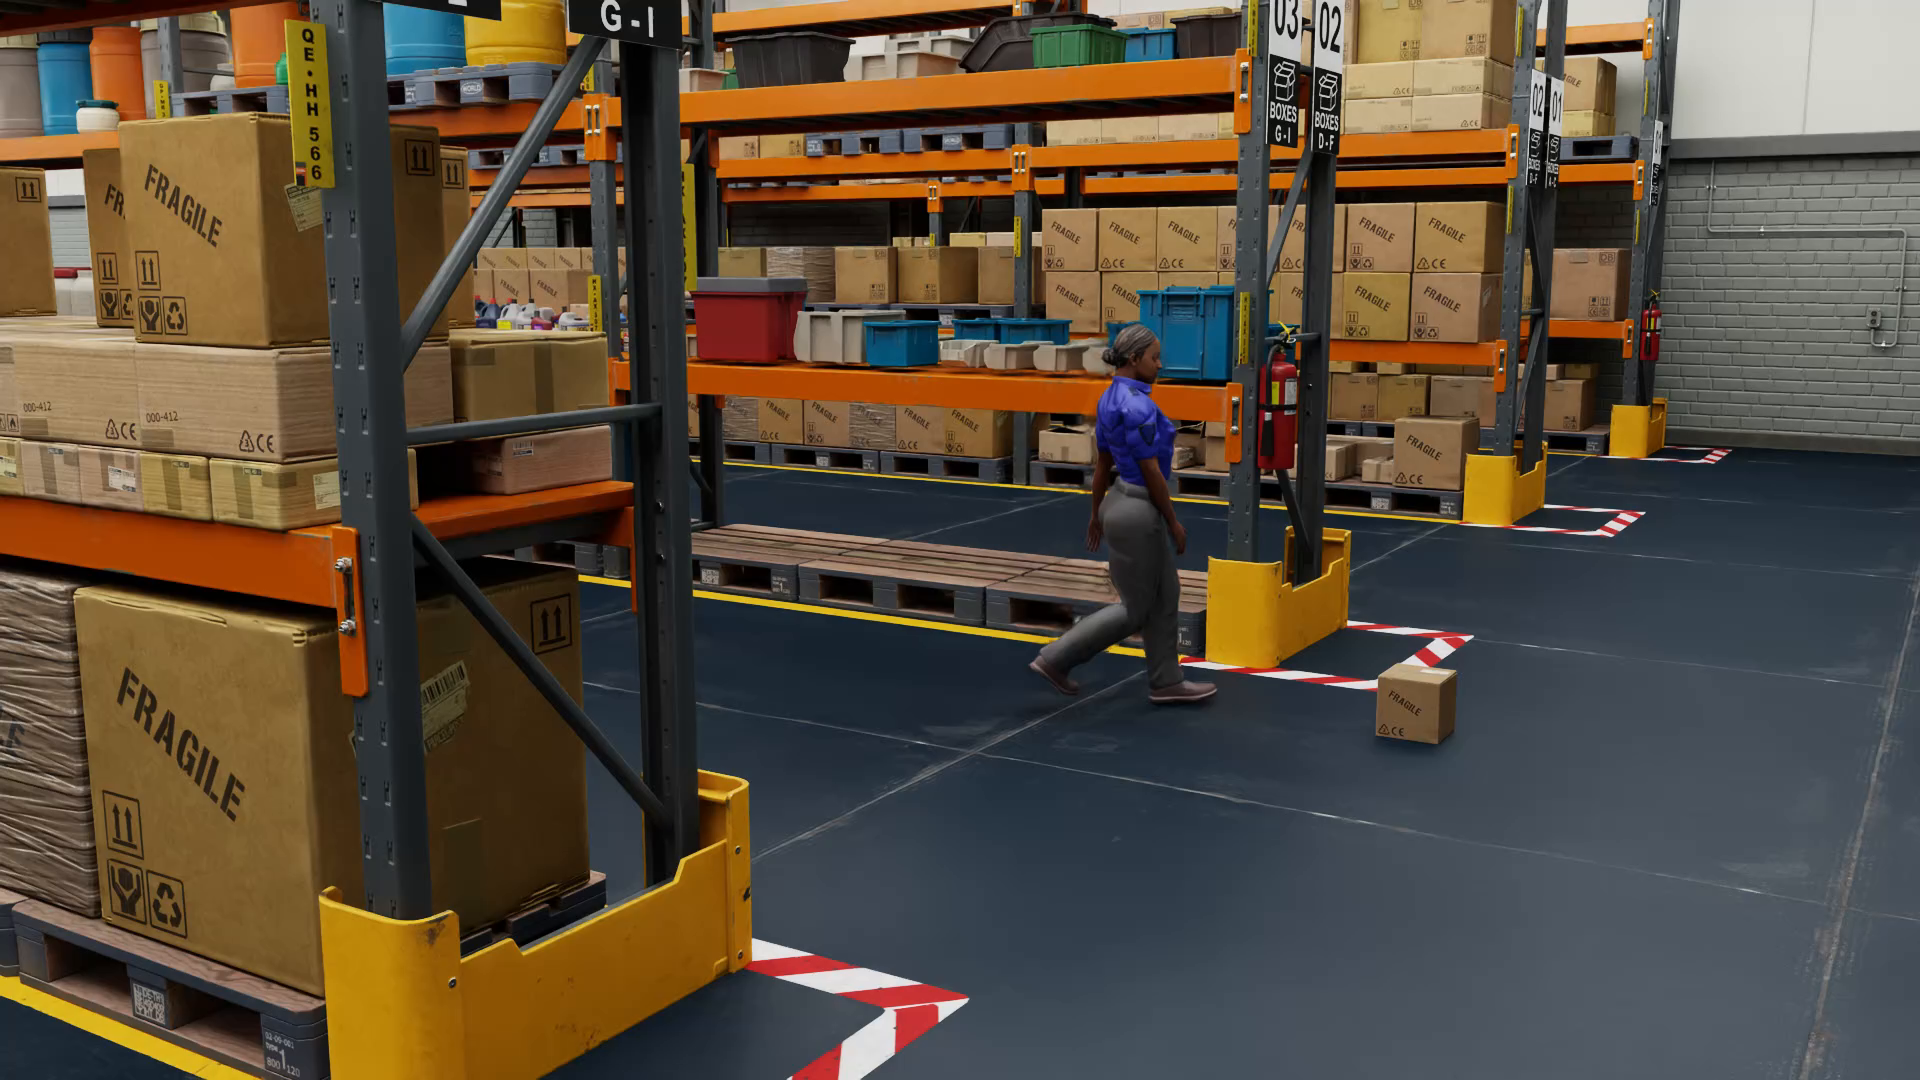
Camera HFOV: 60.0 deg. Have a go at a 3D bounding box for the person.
[{"bbox_3d":[0.701,-0.089,6.942,0.830,1.621,0.499,0,10,-3],"label":"person"}]
